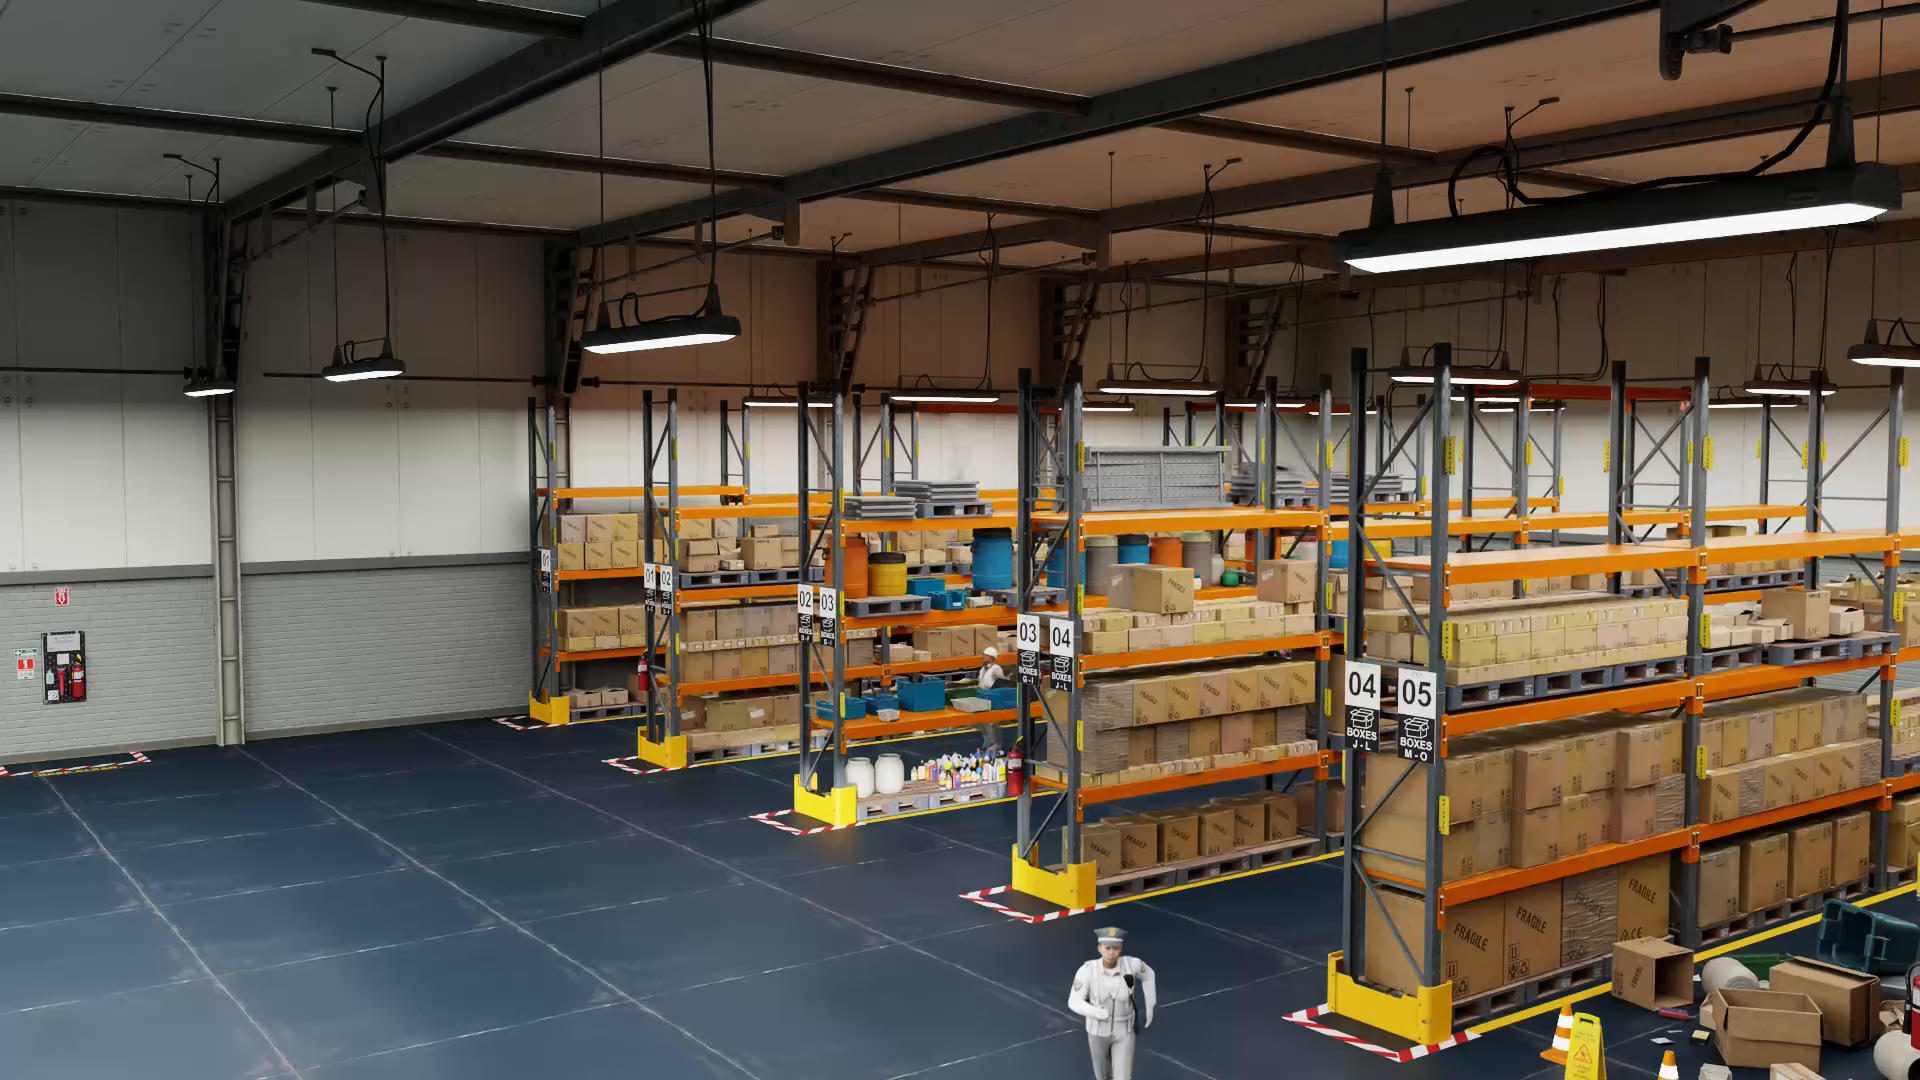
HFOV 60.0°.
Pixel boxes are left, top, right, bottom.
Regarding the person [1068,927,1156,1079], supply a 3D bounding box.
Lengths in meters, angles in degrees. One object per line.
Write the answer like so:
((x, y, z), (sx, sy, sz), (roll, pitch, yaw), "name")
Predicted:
((1.108, 3.613, 12.109), (0.638, 1.728, 0.829), (0, 3, 4), "person")

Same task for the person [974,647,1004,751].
((0.478, 2.654, 27.633), (0.653, 1.748, 0.637), (-3, 5, -42), "person")
